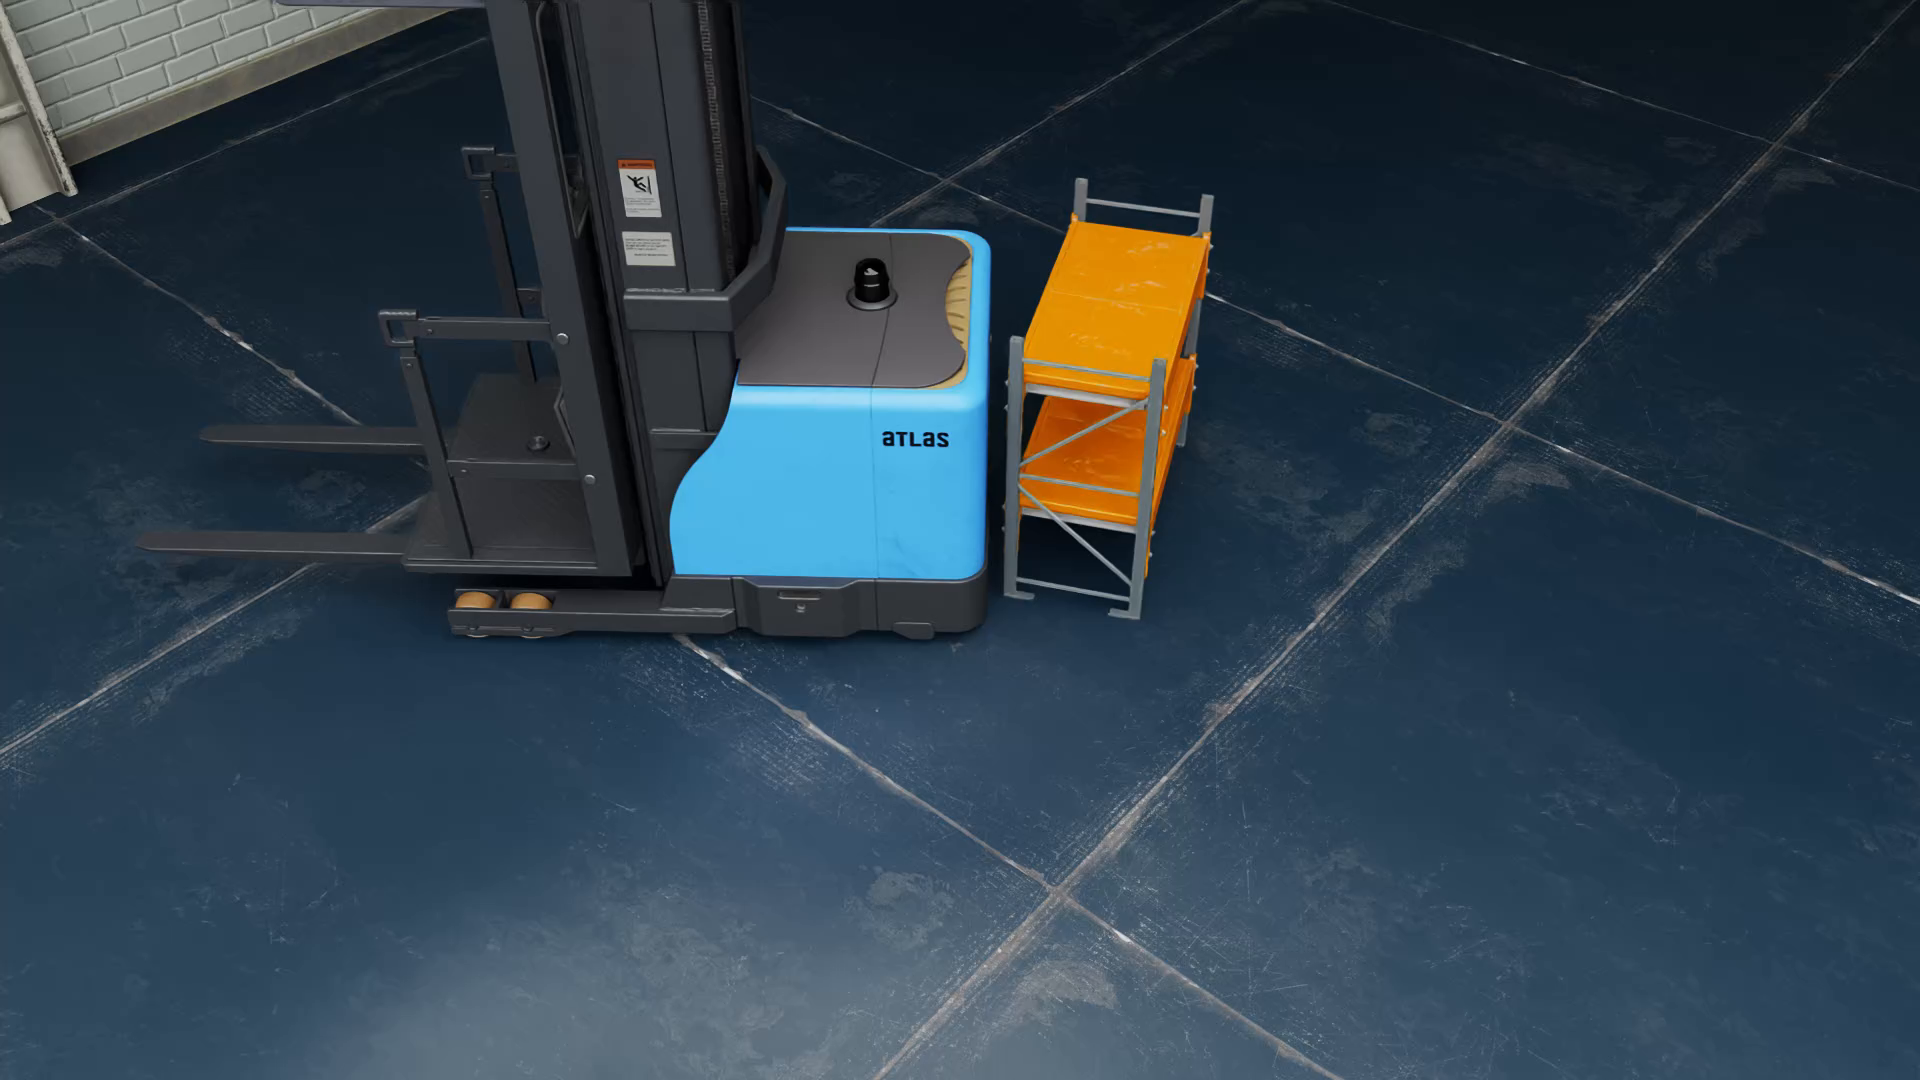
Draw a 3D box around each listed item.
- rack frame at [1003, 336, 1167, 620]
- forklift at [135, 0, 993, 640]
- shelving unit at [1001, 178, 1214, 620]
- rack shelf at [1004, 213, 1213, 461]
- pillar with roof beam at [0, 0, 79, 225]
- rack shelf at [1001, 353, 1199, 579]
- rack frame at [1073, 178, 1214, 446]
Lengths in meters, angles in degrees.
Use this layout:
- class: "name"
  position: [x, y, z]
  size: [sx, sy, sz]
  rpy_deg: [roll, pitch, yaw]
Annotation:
- class: "rack frame"
  position: [0.402, -0.182, 5.614]
  size: [0.500, 1.125, 0.032]
  rpy_deg: [10, 43, 11]
- class: "forklift"
  position: [-1.406, -1.092, 5.272]
  size: [3.031, 2.935, 1.130]
  rpy_deg: [1, 42, 1]
- class: "shelving unit"
  position: [0.532, -0.513, 5.978]
  size: [0.538, 1.125, 1.048]
  rpy_deg: [10, 43, 11]
- class: "rack shelf"
  position: [0.532, -0.730, 5.781]
  size: [0.538, 0.278, 1.000]
  rpy_deg: [10, 43, 11]
- class: "pillar with roof beam"
  position: [-1.247, -3.127, 3.000]
  size: [9.100, 9.000, 0.400]
  rpy_deg: [29, 50, 28]
- class: "rack shelf"
  position: [0.532, -0.332, 6.143]
  size: [0.538, 0.278, 1.000]
  rpy_deg: [10, 43, 11]
- class: "rack frame"
  position: [0.661, -0.844, 6.342]
  size: [0.500, 1.125, 0.032]
  rpy_deg: [10, 43, 11]
